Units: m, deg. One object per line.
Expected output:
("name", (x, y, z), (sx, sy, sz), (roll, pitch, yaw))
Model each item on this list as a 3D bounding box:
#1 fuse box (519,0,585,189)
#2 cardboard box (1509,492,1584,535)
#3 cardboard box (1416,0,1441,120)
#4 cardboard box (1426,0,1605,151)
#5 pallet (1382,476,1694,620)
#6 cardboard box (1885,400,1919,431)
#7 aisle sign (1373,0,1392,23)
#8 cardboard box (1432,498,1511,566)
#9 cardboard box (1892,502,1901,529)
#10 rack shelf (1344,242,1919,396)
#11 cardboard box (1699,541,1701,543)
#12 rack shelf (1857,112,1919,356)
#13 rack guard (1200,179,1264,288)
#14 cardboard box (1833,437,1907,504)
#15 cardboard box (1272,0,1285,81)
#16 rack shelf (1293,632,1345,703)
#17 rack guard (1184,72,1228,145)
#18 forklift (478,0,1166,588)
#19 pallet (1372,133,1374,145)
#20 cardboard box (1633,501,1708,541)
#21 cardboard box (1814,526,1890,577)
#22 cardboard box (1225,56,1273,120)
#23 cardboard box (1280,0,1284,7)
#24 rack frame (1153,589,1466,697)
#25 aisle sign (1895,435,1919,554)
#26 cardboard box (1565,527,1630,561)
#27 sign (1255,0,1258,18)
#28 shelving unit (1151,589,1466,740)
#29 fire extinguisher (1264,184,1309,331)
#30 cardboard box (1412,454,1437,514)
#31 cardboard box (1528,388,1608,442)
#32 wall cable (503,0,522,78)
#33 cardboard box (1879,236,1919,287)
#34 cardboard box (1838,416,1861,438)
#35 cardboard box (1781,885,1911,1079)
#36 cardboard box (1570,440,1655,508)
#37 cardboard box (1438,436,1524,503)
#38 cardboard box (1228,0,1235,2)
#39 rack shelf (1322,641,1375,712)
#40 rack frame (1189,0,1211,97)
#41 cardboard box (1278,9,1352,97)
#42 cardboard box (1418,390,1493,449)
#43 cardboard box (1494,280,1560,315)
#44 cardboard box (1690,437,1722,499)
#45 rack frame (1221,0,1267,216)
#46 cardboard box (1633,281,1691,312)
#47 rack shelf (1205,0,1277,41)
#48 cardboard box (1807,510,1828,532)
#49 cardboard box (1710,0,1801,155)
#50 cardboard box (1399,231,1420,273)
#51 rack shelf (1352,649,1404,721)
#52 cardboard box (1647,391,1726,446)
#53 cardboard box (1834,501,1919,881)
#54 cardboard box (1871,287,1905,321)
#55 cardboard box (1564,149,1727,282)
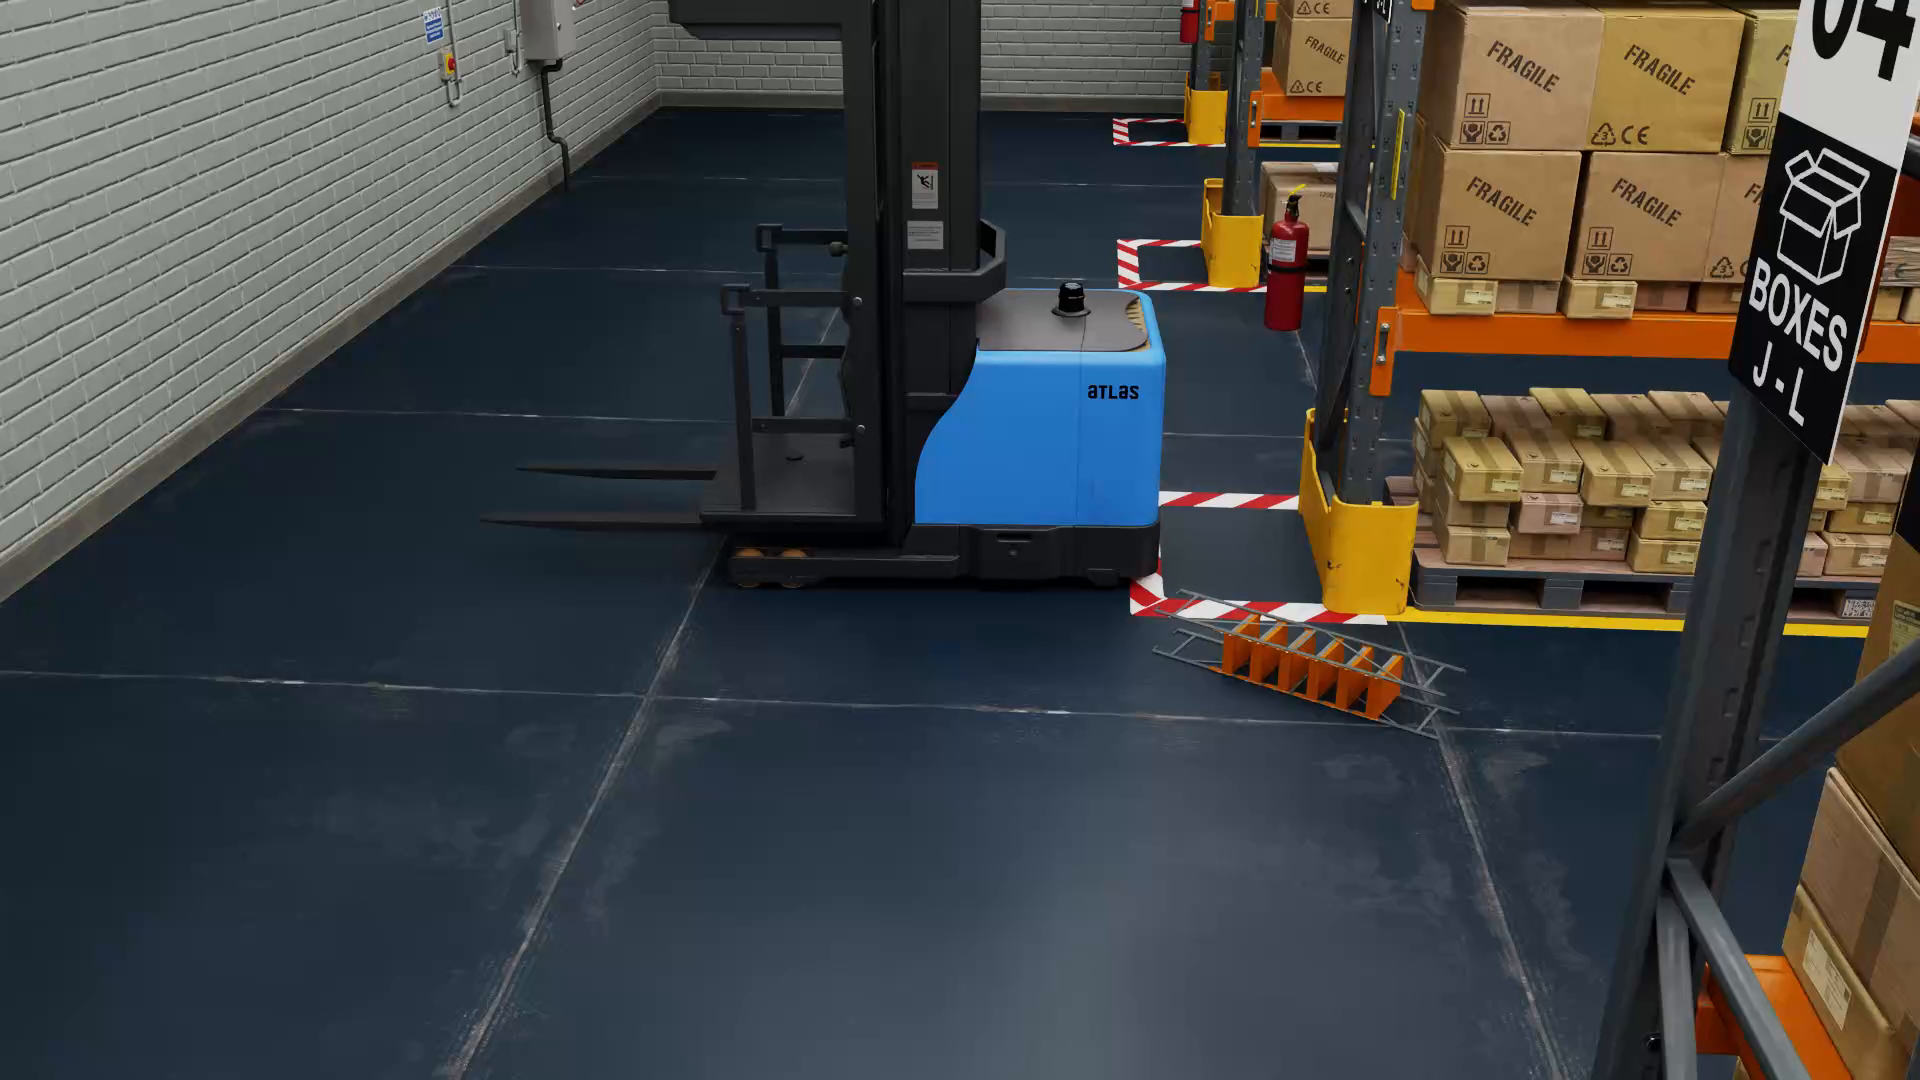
("fuse box", (-3.343, -3.815, 13.994), (0.414, 1.711, 0.539), (2, 25, 4))
("cardboard box", (2.468, -0.167, 7.077), (0.250, 0.149, 0.380), (2, 25, 4))
("cardboard box", (2.172, -2.016, 6.872), (0.500, 0.500, 0.500), (1, 25, 3))
("cardboard box", (2.124, -1.802, 6.406), (0.500, 0.500, 0.500), (2, 25, 4))
("pallet", (2.579, 0.018, 7.459), (1.213, 0.211, 1.003), (2, 25, 4))
("cardboard box", (4.322, -0.490, 7.422), (0.250, 0.149, 0.380), (2, 25, 5))
("aisle sign", (1.601, -2.351, 6.160), (0.004, 0.787, 0.394), (2, 25, 4))
("cardboard box", (2.194, -0.038, 7.152), (0.250, 0.149, 0.380), (2, 25, 5))
("cardboard box", (4.043, -0.143, 7.025), (0.250, 0.149, 0.380), (1, 25, 1))
("rack shelf", (3.690, -0.902, 6.982), (4.000, 0.370, 1.077), (2, 25, 4))
("cardboard box", (3.218, -0.036, 7.148), (0.250, 0.149, 0.380), (2, 25, 4))
("rack shelf", (3.210, -0.200, 1.869), (4.000, 0.370, 1.077), (2, 25, 4))
("rack guard", (1.951, -2.224, 11.985), (0.348, 0.500, 1.175), (2, 25, 4))
("cardboard box", (3.764, -0.298, 7.005), (0.250, 0.149, 0.380), (2, 25, 4))
("cardboard box", (2.476, -3.499, 11.646), (0.500, 0.500, 0.500), (2, 25, 4))
("rack shelf", (1.400, 0.488, 6.457), (0.103, 0.180, 0.258), (16, 29, 31))
("rack guard", (2.427, -4.290, 16.474), (0.348, 0.500, 1.175), (2, 25, 4))
("forklift", (-0.630, -1.340, 7.156), (3.031, 2.935, 1.130), (1, 25, 2))
("pallet", (4.435, -4.093, 16.393), (1.213, 0.211, 1.003), (2, 25, 4))
("cardboard box", (2.966, -0.143, 7.024), (0.250, 0.149, 0.380), (3, 25, 6))
("cardboard box", (3.738, 0.006, 7.057), (0.250, 0.149, 0.380), (2, 25, 4))
("cardboard box", (2.953, -4.425, 16.263), (0.637, 0.503, 0.797), (1, 25, 2))
("cardboard box", (2.473, -3.942, 11.413), (0.500, 0.500, 0.500), (3, 25, 6))
("rack frame", (1.338, 0.387, 6.458), (1.200, 0.006, 0.240), (16, 29, 31))
("aisle sign", (1.121, -0.287, 1.675), (0.004, 0.787, 0.394), (2, 25, 4))
("cardboard box", (2.710, -0.059, 7.197), (0.250, 0.149, 0.380), (2, 25, 5))
("sign", (1.926, -3.557, 10.761), (0.005, 0.325, 0.100), (2, 25, 4))
("shelving unit", (1.338, 0.470, 6.496), (1.200, 0.189, 0.258), (16, 29, 31))
("fire extinguisher", (1.481, -1.288, 7.500), (0.183, 0.674, 0.296), (2, 25, 4))
("cardboard box", (2.237, -0.258, 7.631), (0.250, 0.149, 0.380), (2, 25, 5))
("cardboard box", (2.758, -0.560, 7.574), (0.250, 0.149, 0.380), (1, 25, 3))
("wall cable", (-3.552, -4.582, 12.905), (0.122, 1.984, 0.588), (2, 25, 4))
("cardboard box", (3.655, -1.302, 6.516), (0.500, 0.500, 0.500), (1, 25, 3))
("cardboard box", (3.801, -0.488, 7.419), (0.250, 0.149, 0.380), (2, 25, 4))
("cardboard box", (1.596, 0.760, 2.811), (0.250, 0.149, 0.380), (2, 25, 5))
("cardboard box", (2.718, -0.280, 6.966), (0.250, 0.149, 0.380), (2, 25, 4))
("cardboard box", (2.193, -0.300, 7.010), (0.250, 0.149, 0.380), (1, 25, 2))
("cardboard box", (2.658, -5.189, 15.738), (0.250, 0.149, 0.380), (2, 25, 4))
("rack shelf", (1.498, 0.517, 6.395), (0.103, 0.180, 0.258), (16, 29, 31))
("rack frame", (2.351, -5.428, 15.957), (0.127, 3.000, 1.000), (2, 25, 4))
("cardboard box", (2.431, -3.269, 11.147), (0.500, 0.500, 0.500), (2, 25, 4))
("cardboard box", (2.244, -0.547, 7.547), (0.250, 0.149, 0.380), (2, 25, 5))
("cardboard box", (2.251, -1.040, 6.723), (0.250, 0.149, 0.380), (3, 25, 6))
("cardboard box", (3.248, -0.294, 6.996), (0.250, 0.149, 0.380), (3, 25, 6))
("rack frame", (1.975, -3.359, 11.461), (0.127, 3.000, 1.000), (2, 25, 4))
("cardboard box", (2.784, -1.058, 6.762), (0.250, 0.149, 0.380), (3, 25, 6))
("rack shelf", (4.345, -5.037, 15.968), (4.000, 0.370, 1.077), (2, 25, 4))
("cardboard box", (3.512, -0.182, 7.110), (0.250, 0.149, 0.380), (3, 25, 7))
("cardboard box", (3.144, -1.763, 6.321), (0.500, 0.500, 0.500), (1, 25, 3))
("cardboard box", (2.043, -1.286, 7.256), (0.250, 0.149, 0.380), (2, 25, 4))
("rack shelf", (1.597, 0.545, 6.333), (0.103, 0.180, 0.258), (16, 29, 31))
("cardboard box", (3.283, -0.540, 7.531), (0.250, 0.149, 0.380), (3, 25, 6))
("cardboard box", (1.722, 0.270, 2.501), (0.500, 0.500, 0.500), (2, 25, 5))
("cardboard box", (3.554, -1.003, 6.641), (0.250, 0.149, 0.380), (3, 25, 6))
("cardboard box", (2.658, -1.337, 6.592), (0.500, 0.500, 0.500), (2, 25, 4))
